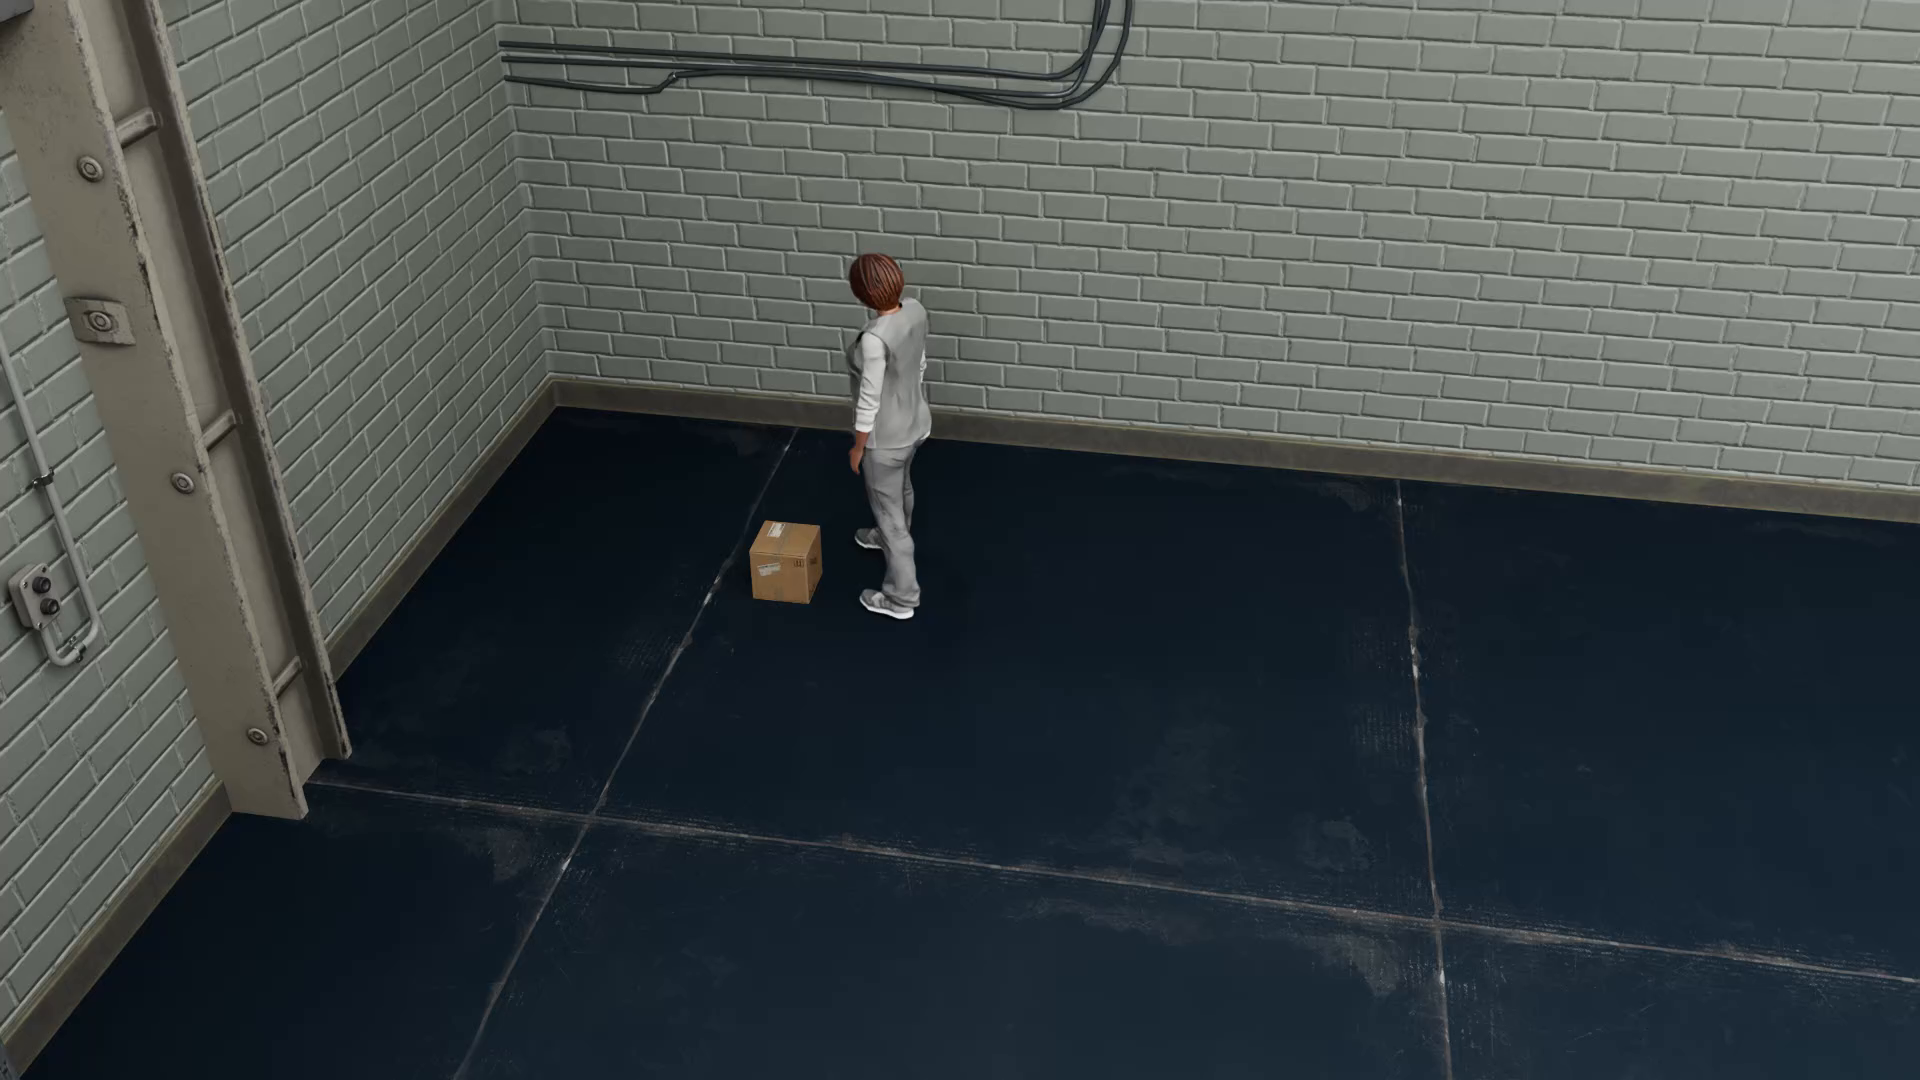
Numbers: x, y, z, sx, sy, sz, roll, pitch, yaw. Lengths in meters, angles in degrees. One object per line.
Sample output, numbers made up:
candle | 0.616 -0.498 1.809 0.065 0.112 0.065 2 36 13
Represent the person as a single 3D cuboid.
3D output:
person | -0.342 -0.486 6.883 0.536 1.594 0.537 16 36 23
